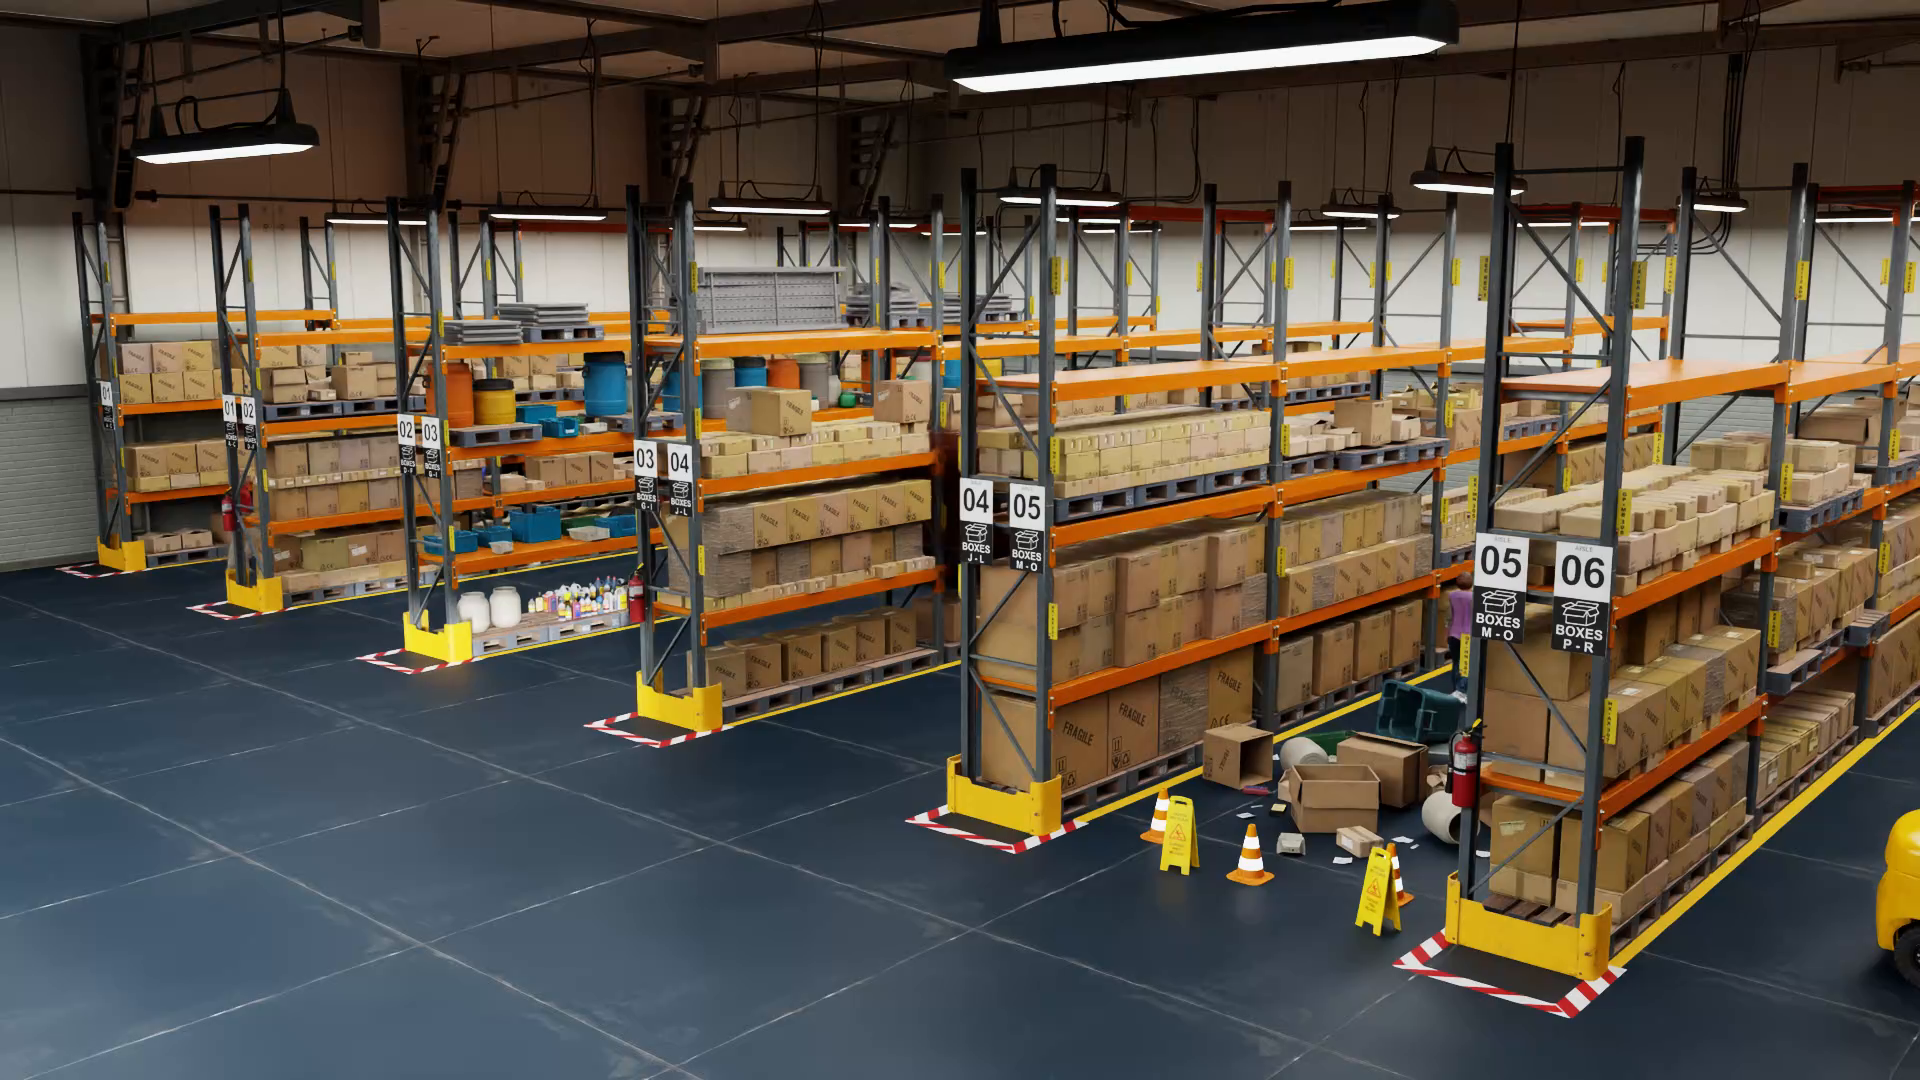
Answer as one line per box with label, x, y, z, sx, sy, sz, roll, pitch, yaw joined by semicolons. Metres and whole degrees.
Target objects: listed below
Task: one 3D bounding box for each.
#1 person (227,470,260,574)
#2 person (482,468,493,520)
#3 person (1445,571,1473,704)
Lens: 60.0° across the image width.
person;-12.082;-0.308;27.920;0.520;1.728;0.562;-6;11;-33
person;-9.151;-0.858;31.435;0.523;1.579;1.075;4;10;25
person;5.891;1.163;19.519;0.462;1.596;0.480;8;13;41
